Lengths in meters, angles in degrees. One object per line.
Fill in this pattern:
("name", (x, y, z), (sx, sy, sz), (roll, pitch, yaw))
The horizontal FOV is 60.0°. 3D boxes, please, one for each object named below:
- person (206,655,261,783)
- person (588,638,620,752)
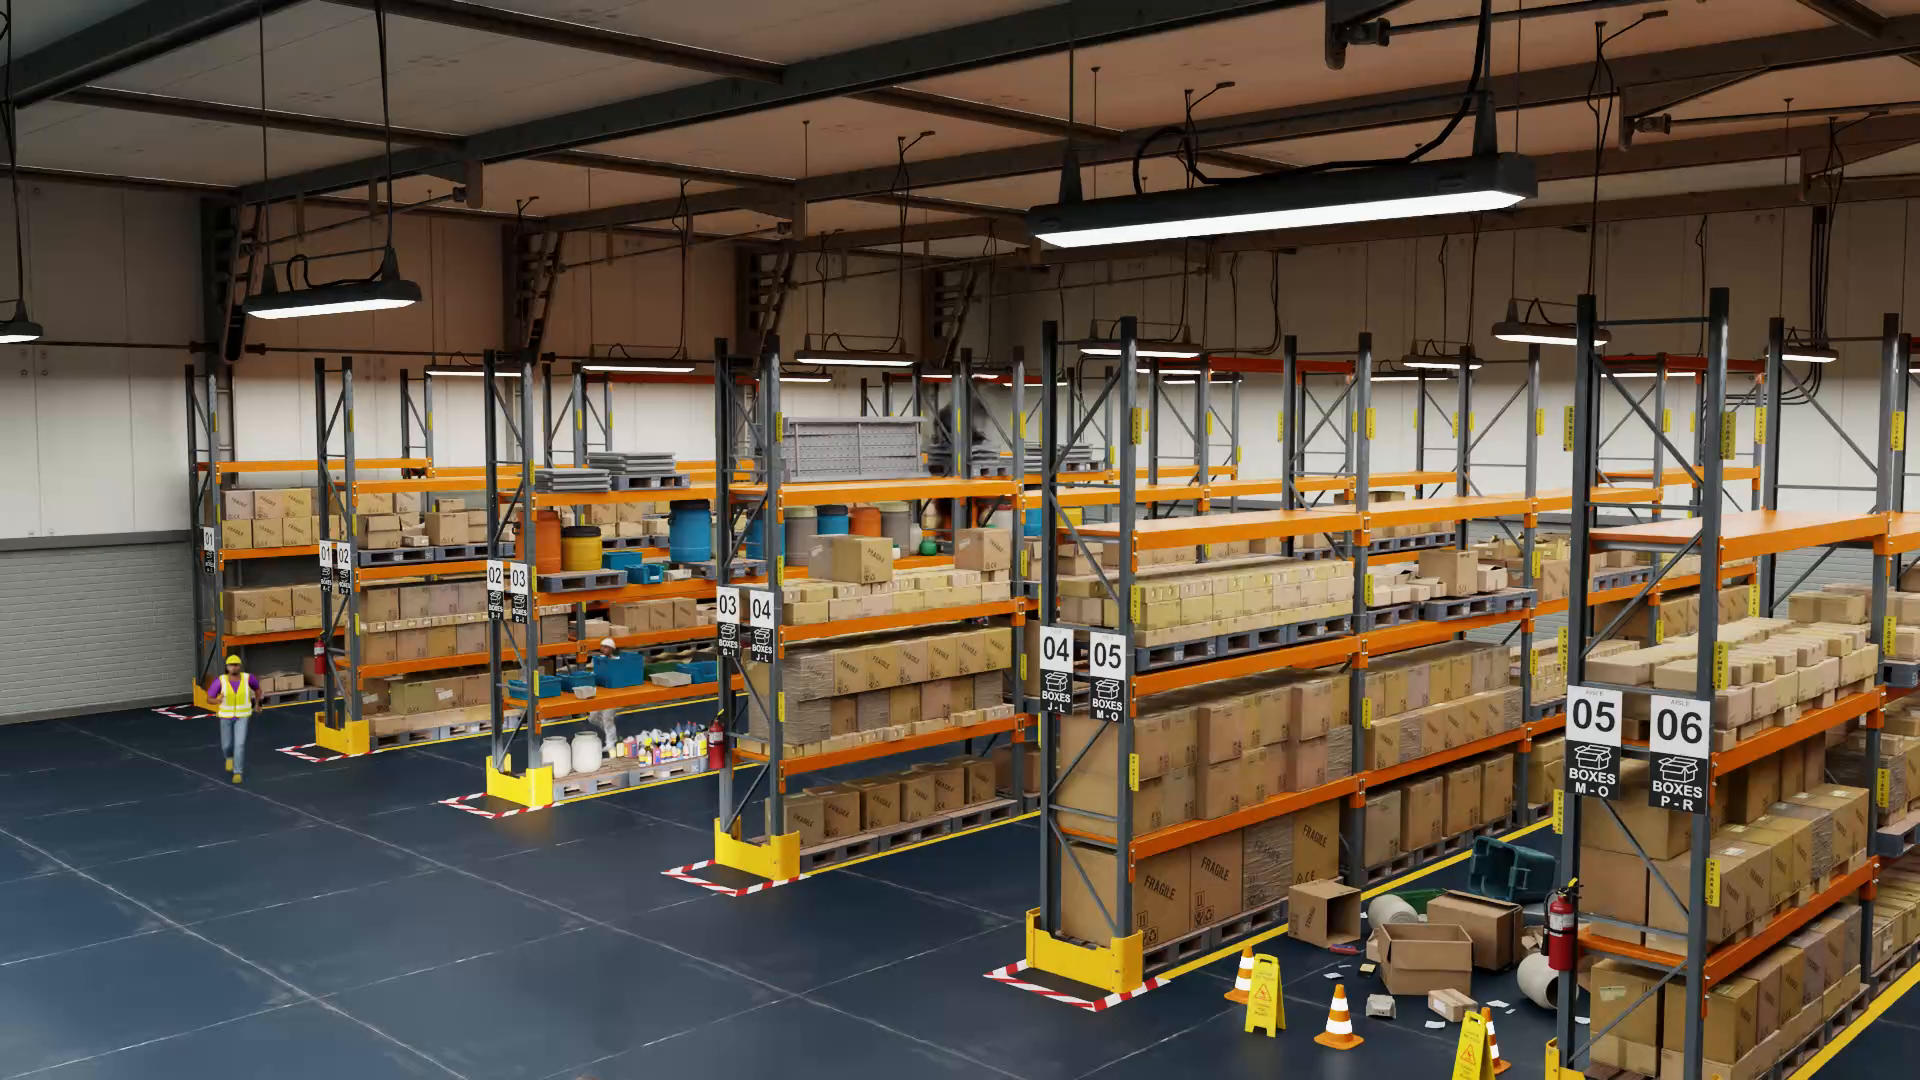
("person", (-10.177, 2.479, 23.324), (0.709, 1.752, 0.949), (-2, 5, -22))
("person", (-5.385, 2.360, 25.301), (0.684, 1.732, 0.594), (2, 5, 26))
